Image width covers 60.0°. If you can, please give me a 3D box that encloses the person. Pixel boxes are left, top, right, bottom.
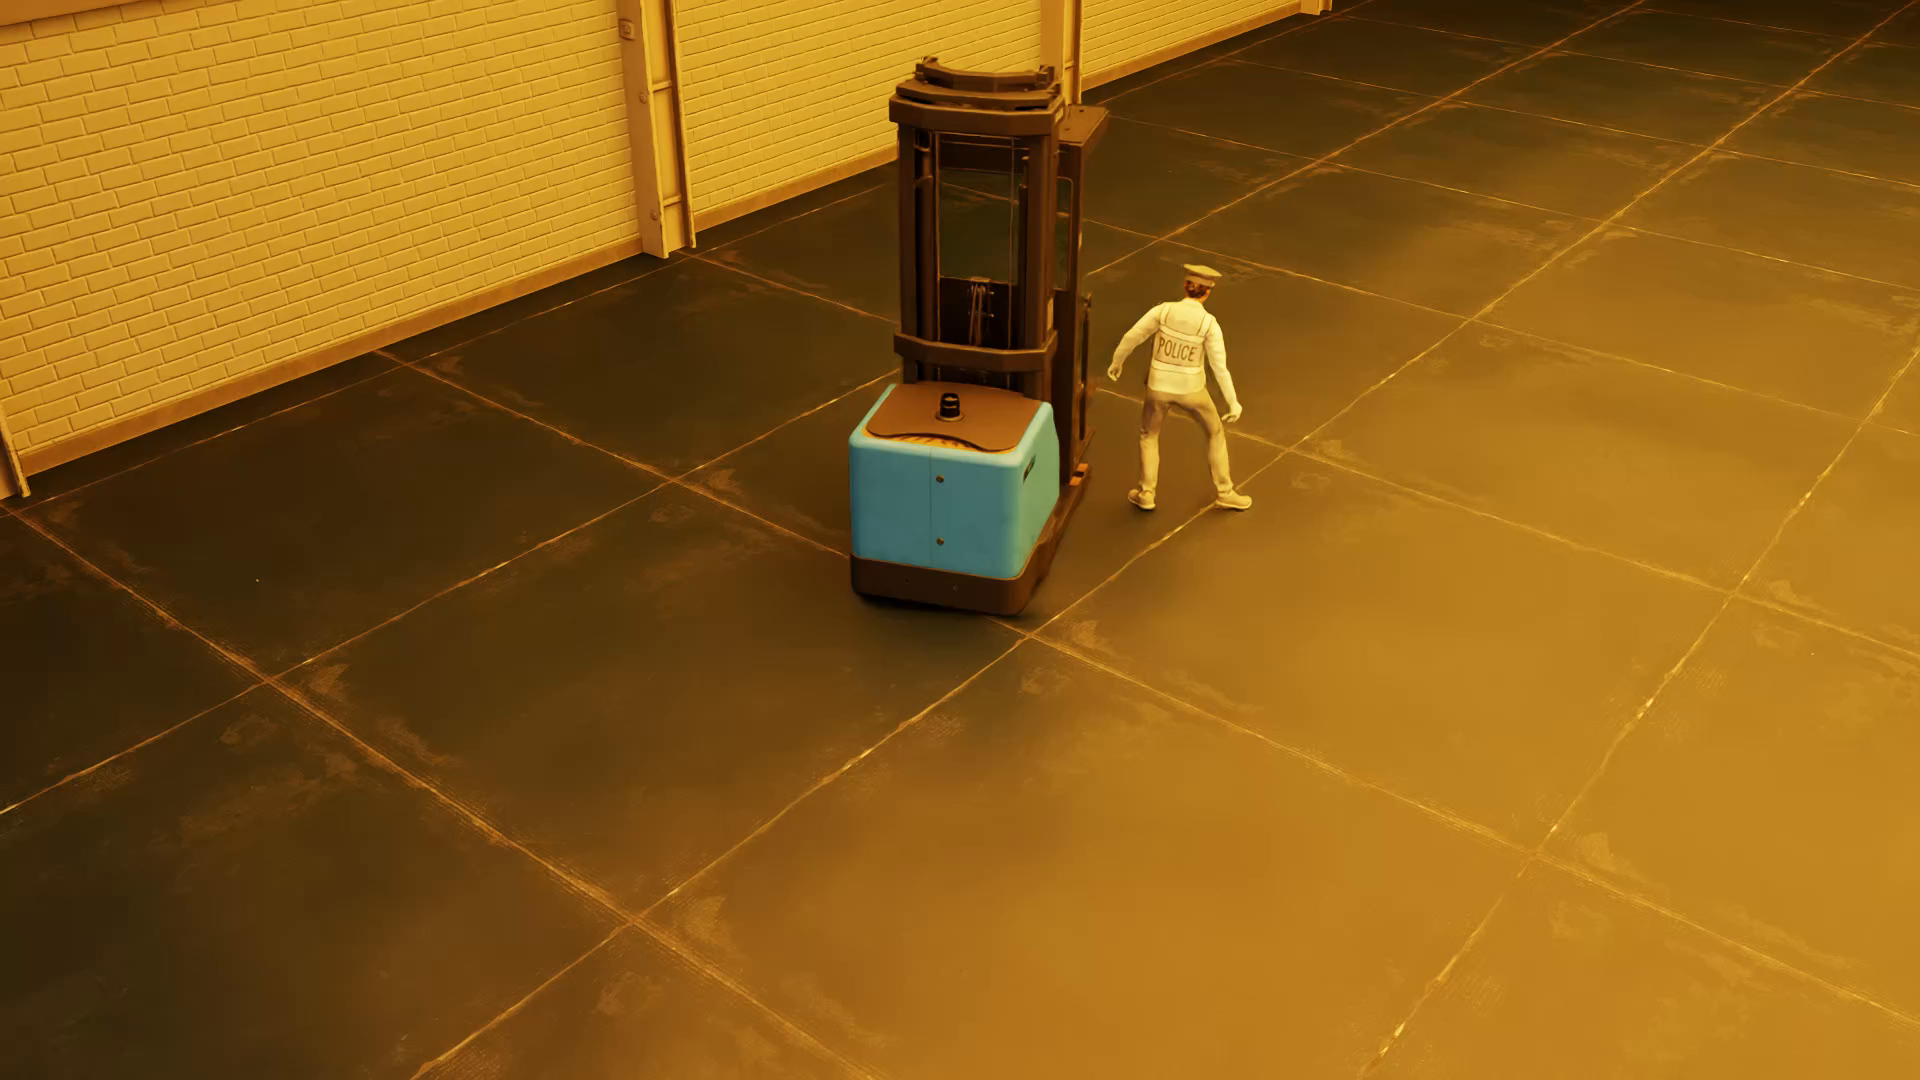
[{"bbox_3d":[1.420,-0.956,10.565,0.988,1.618,0.462,8,31,14],"label":"person"}]

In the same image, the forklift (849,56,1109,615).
[{"bbox_3d":[0.255,-1.563,10.270,1.130,2.935,3.031,8,31,14],"label":"forklift"}]
